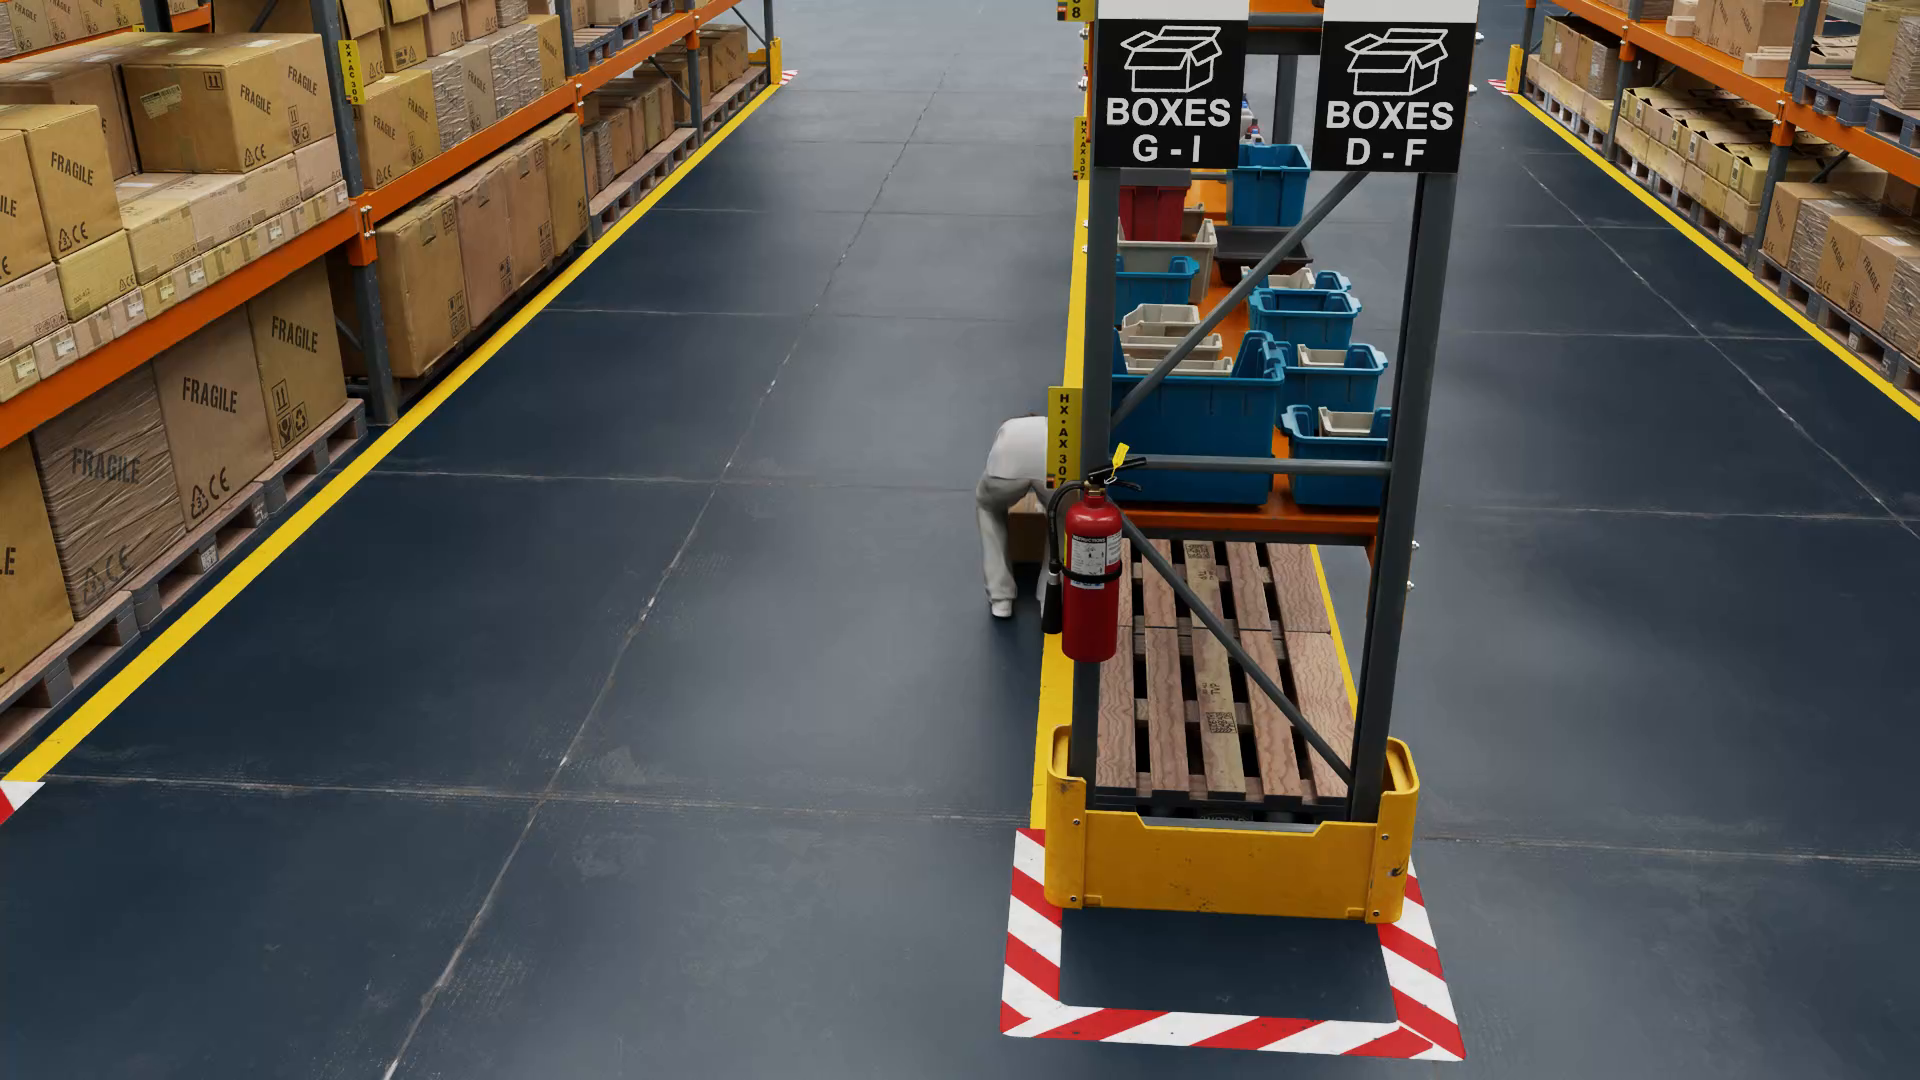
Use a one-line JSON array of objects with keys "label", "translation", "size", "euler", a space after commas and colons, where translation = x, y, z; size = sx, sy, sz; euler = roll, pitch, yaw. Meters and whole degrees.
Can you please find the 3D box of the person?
[{"label": "person", "translation": [0.305, -0.160, 7.435], "size": [0.469, 0.857, 0.847], "euler": [1, 25, 2]}]
